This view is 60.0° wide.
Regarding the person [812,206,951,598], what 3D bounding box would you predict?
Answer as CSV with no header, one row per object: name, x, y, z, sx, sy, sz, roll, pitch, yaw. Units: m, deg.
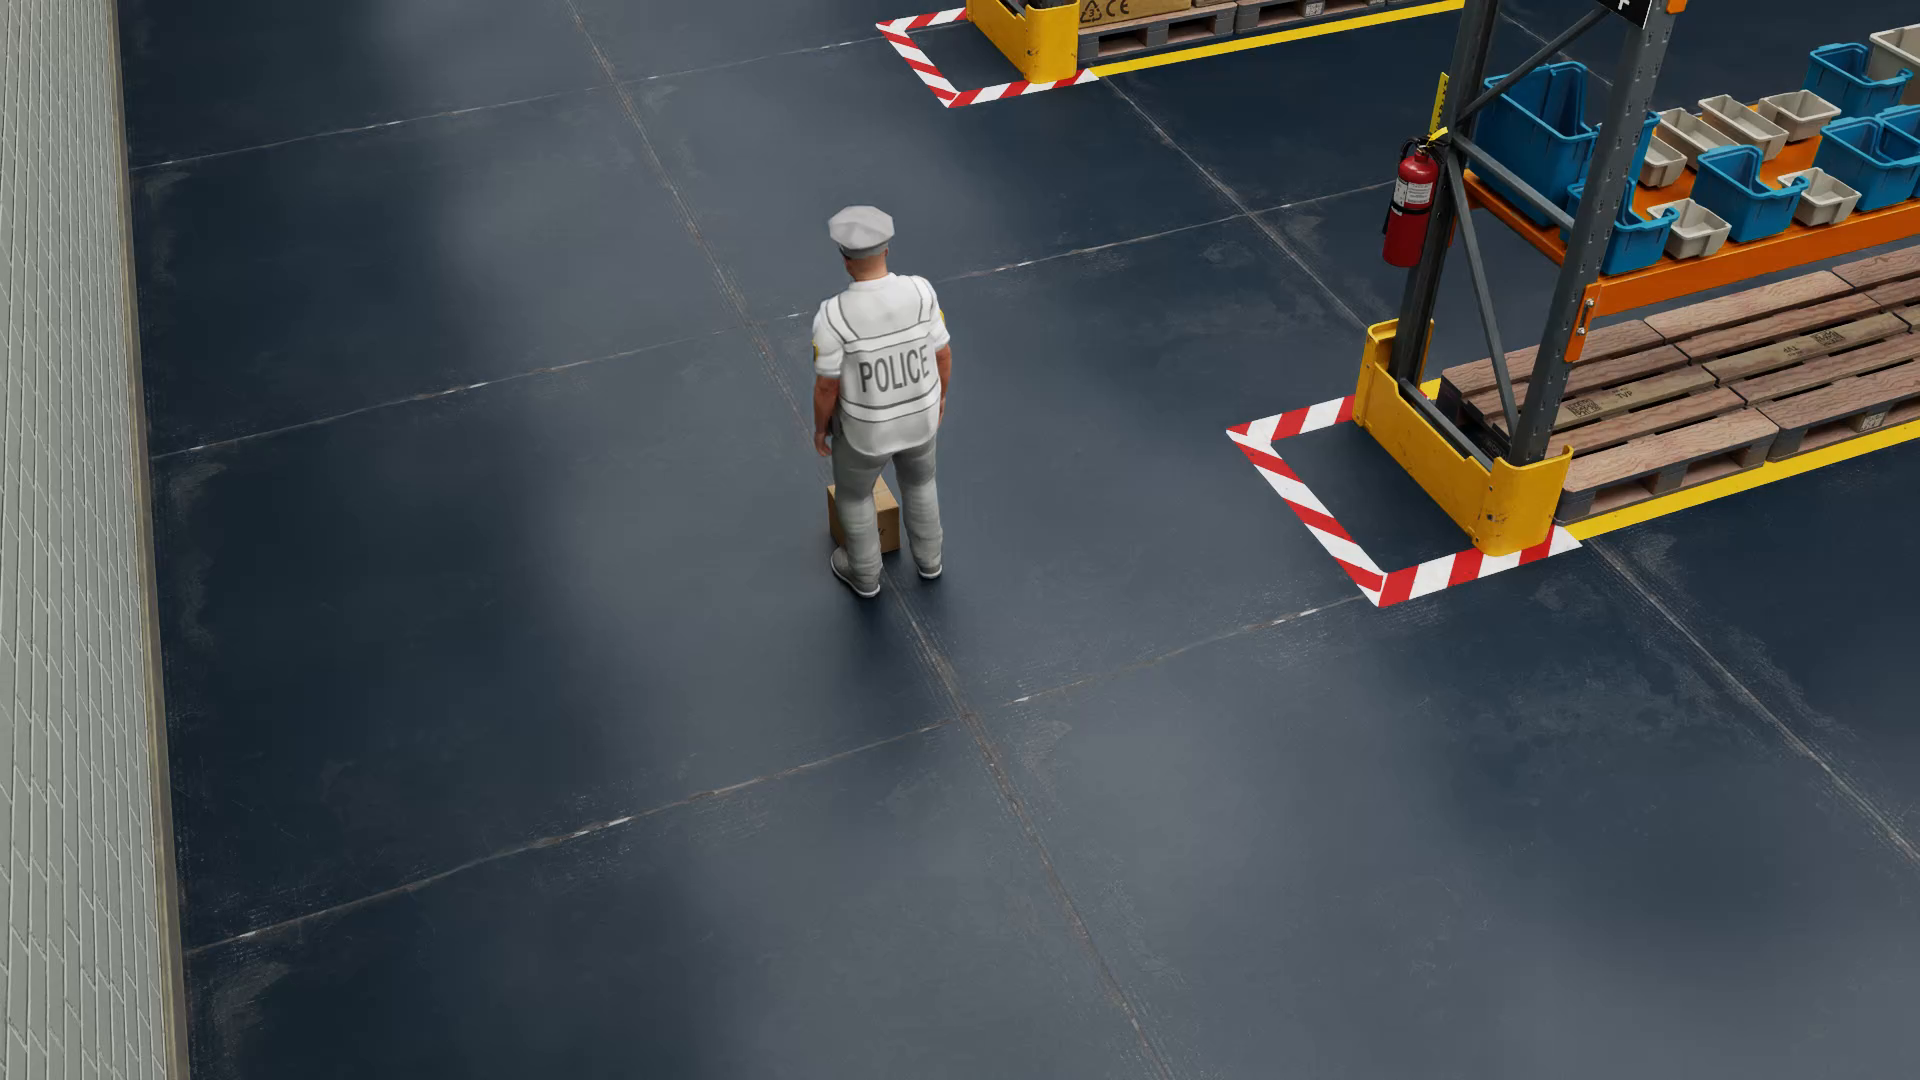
person,-0.311,-0.496,6.715,0.585,1.747,0.440,-17,44,-18
